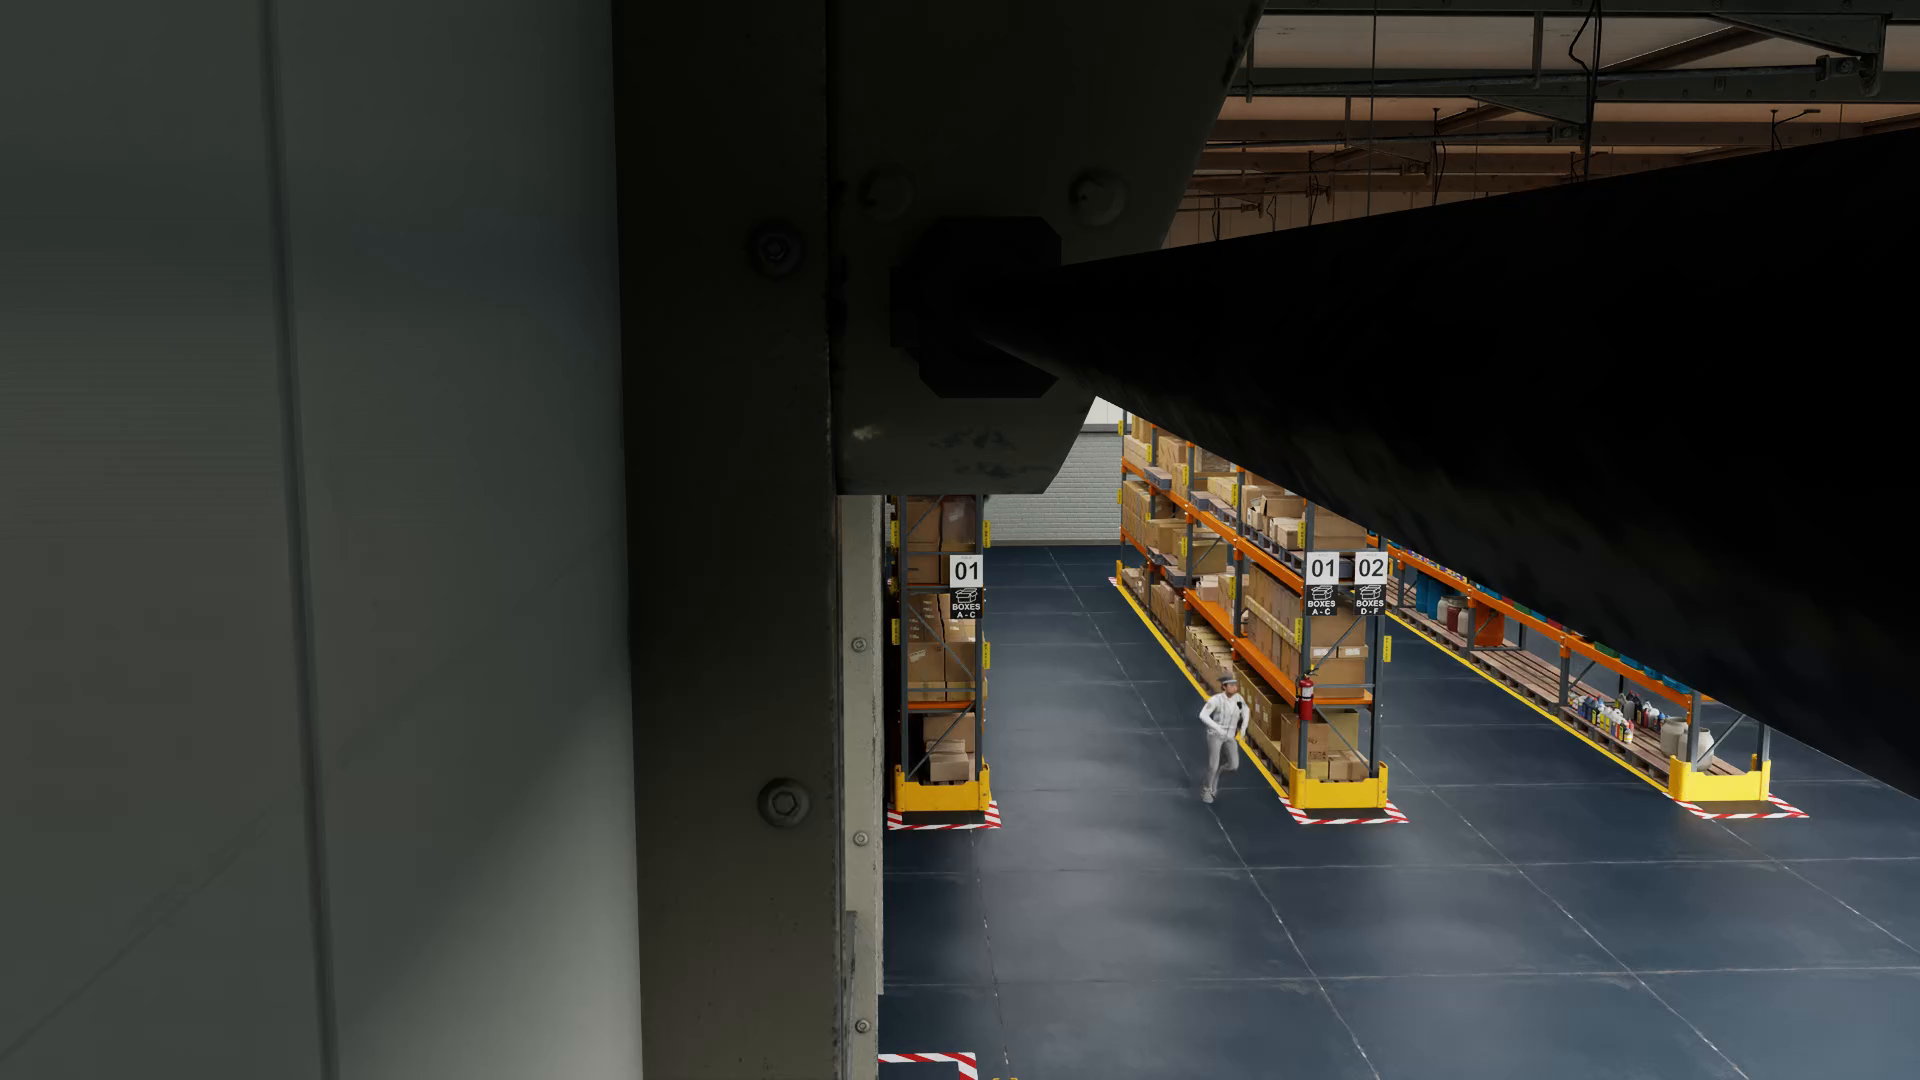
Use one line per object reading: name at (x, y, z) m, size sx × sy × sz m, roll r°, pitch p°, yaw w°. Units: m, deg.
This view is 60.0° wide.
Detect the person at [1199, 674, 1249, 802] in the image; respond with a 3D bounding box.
person at (3.366, 2.467, 20.803) m, size 0.708 × 1.645 × 0.522 m, roll -3°, pitch 9°, yaw -21°
